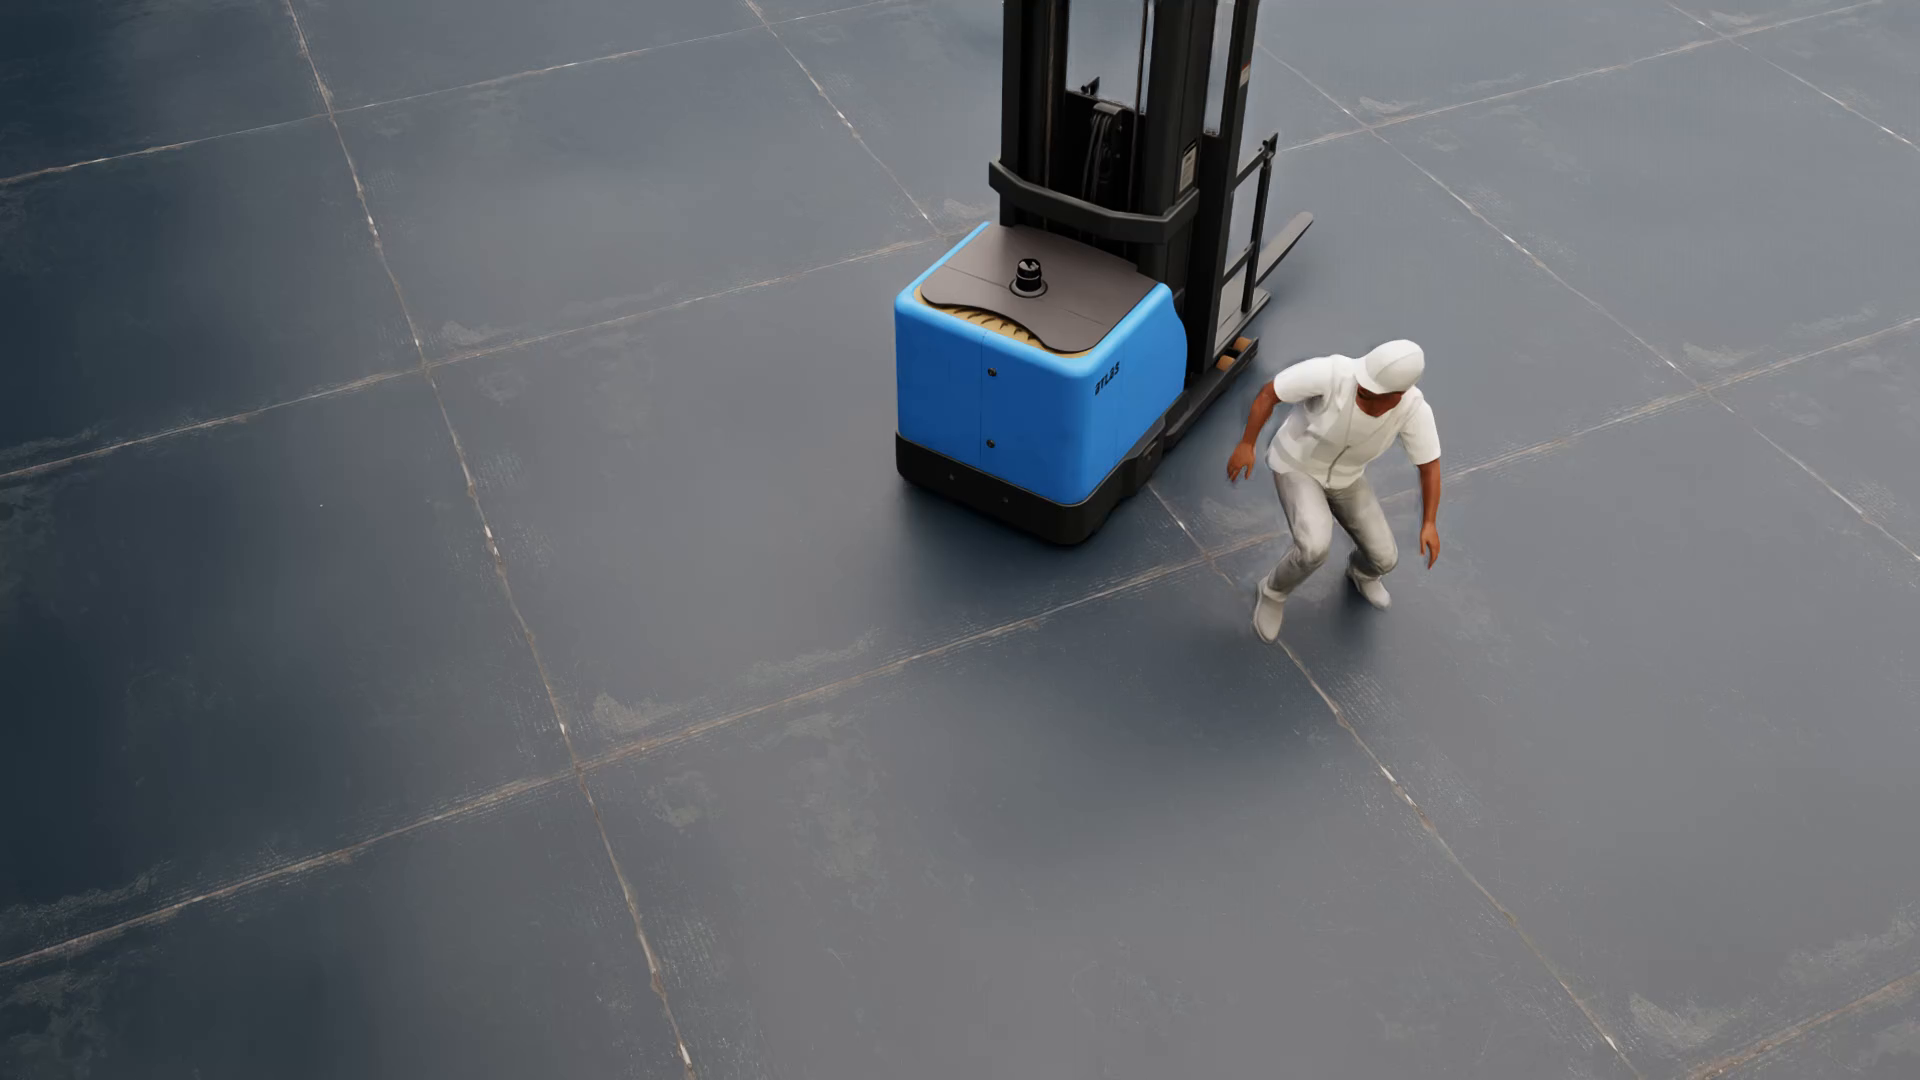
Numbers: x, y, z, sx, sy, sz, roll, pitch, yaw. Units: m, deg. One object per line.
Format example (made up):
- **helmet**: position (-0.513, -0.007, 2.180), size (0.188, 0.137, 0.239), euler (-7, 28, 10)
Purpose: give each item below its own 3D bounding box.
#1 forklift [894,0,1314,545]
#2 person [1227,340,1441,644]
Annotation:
- **forklift**: position (0.916, -2.028, 7.853), size (1.130, 2.935, 3.031), euler (24, 48, 24)
- **person**: position (1.588, -0.222, 6.993), size (0.841, 1.521, 0.693), euler (-6, 43, -7)
